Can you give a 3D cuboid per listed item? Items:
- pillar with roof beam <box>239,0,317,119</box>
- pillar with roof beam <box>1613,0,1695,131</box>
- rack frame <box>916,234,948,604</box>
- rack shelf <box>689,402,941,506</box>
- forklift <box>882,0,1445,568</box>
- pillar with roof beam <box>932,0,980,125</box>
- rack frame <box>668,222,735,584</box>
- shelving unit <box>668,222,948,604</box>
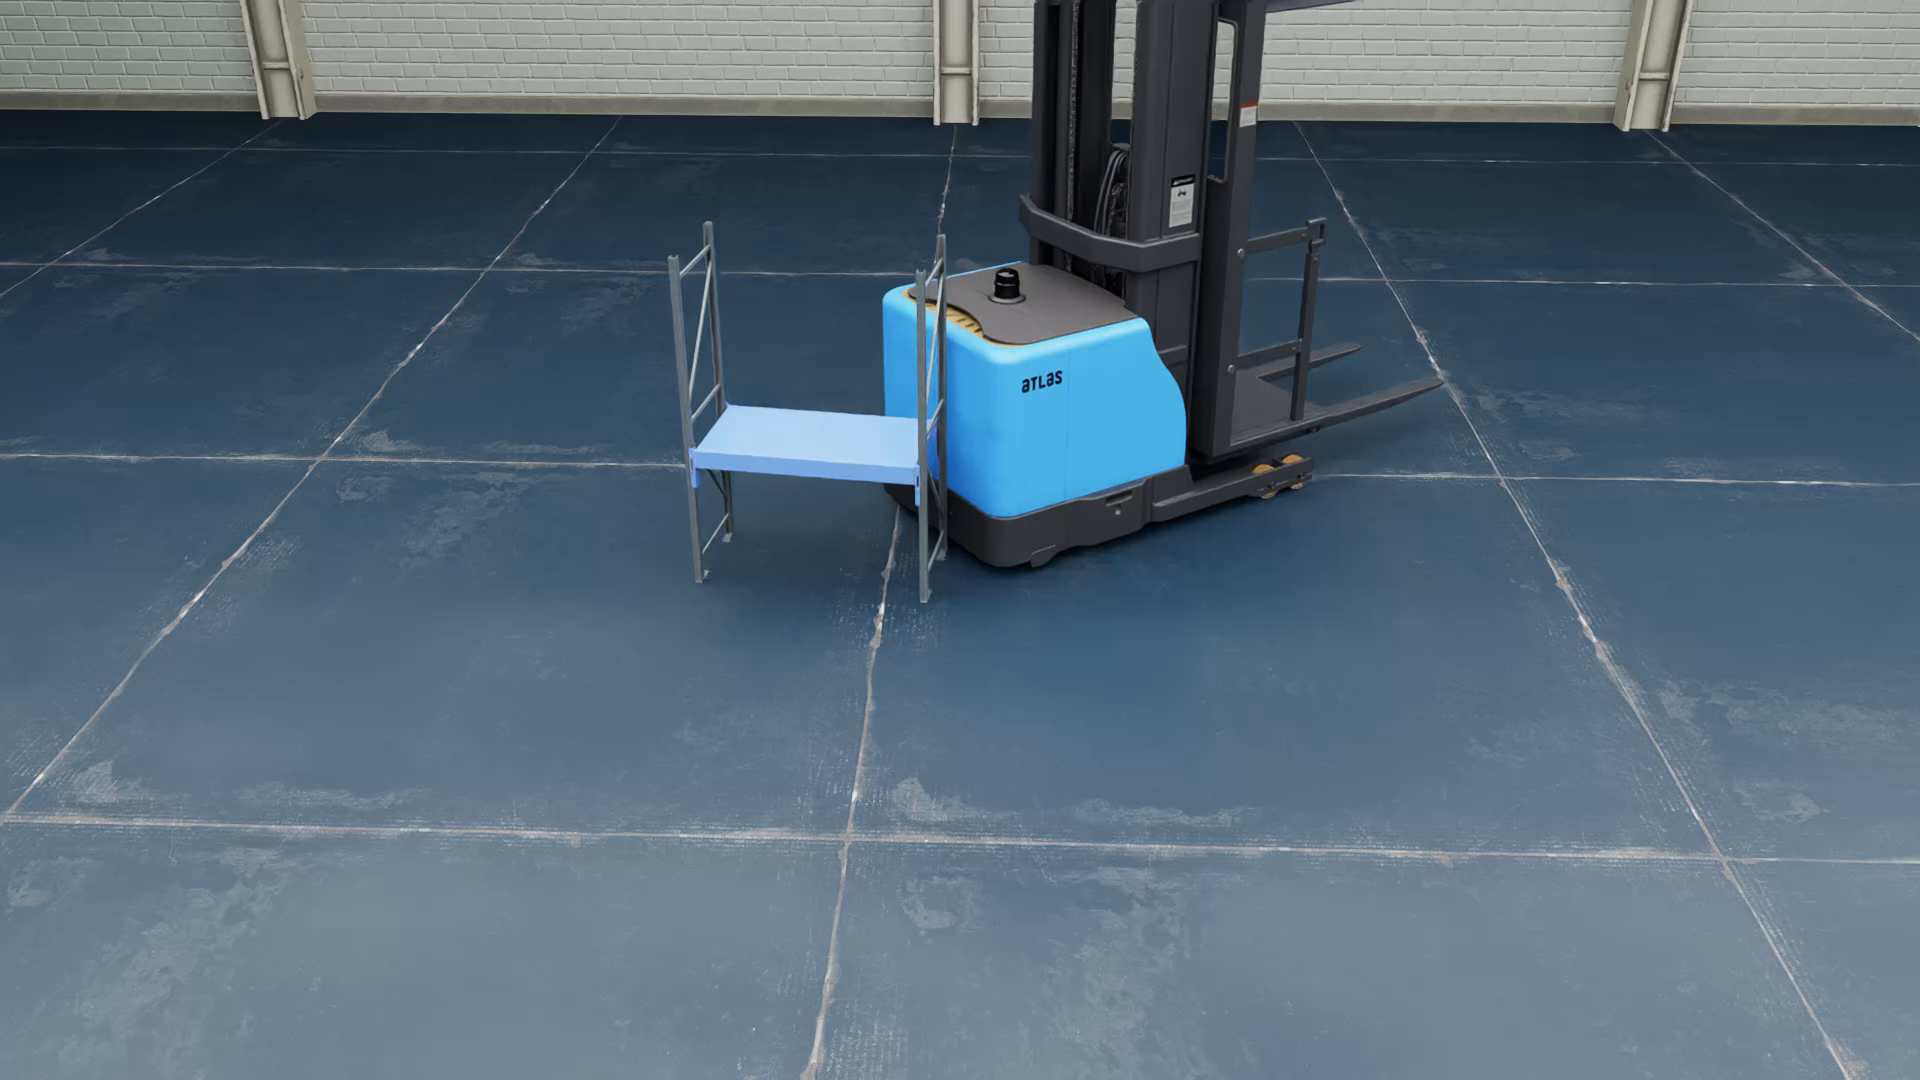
[{"bbox_3d":[-6.179,-5.785,9.056,0.400,9.000,9.100,1,28,2],"label":"pillar with roof beam"},{"bbox_3d":[5.813,-5.587,8.682,0.400,9.000,9.100,1,28,2],"label":"pillar with roof beam"},{"bbox_3d":[-0.116,-0.502,7.095,0.032,1.500,0.500,5,28,9],"label":"rack frame"},{"bbox_3d":[-0.616,-0.384,7.257,1.000,0.185,0.538,5,28,9],"label":"rack shelf"},{"bbox_3d":[1.142,-1.686,7.801,3.031,2.935,1.130,-17,32,-29],"label":"forklift"},{"bbox_3d":[-0.183,-5.686,8.869,0.400,9.000,9.100,1,28,2],"label":"pillar with roof beam"},{"bbox_3d":[-1.117,-0.585,7.251,0.032,1.500,0.500,5,28,9],"label":"rack frame"},{"bbox_3d":[-0.616,-0.543,7.173,1.048,1.500,0.538,5,28,9],"label":"shelving unit"}]
